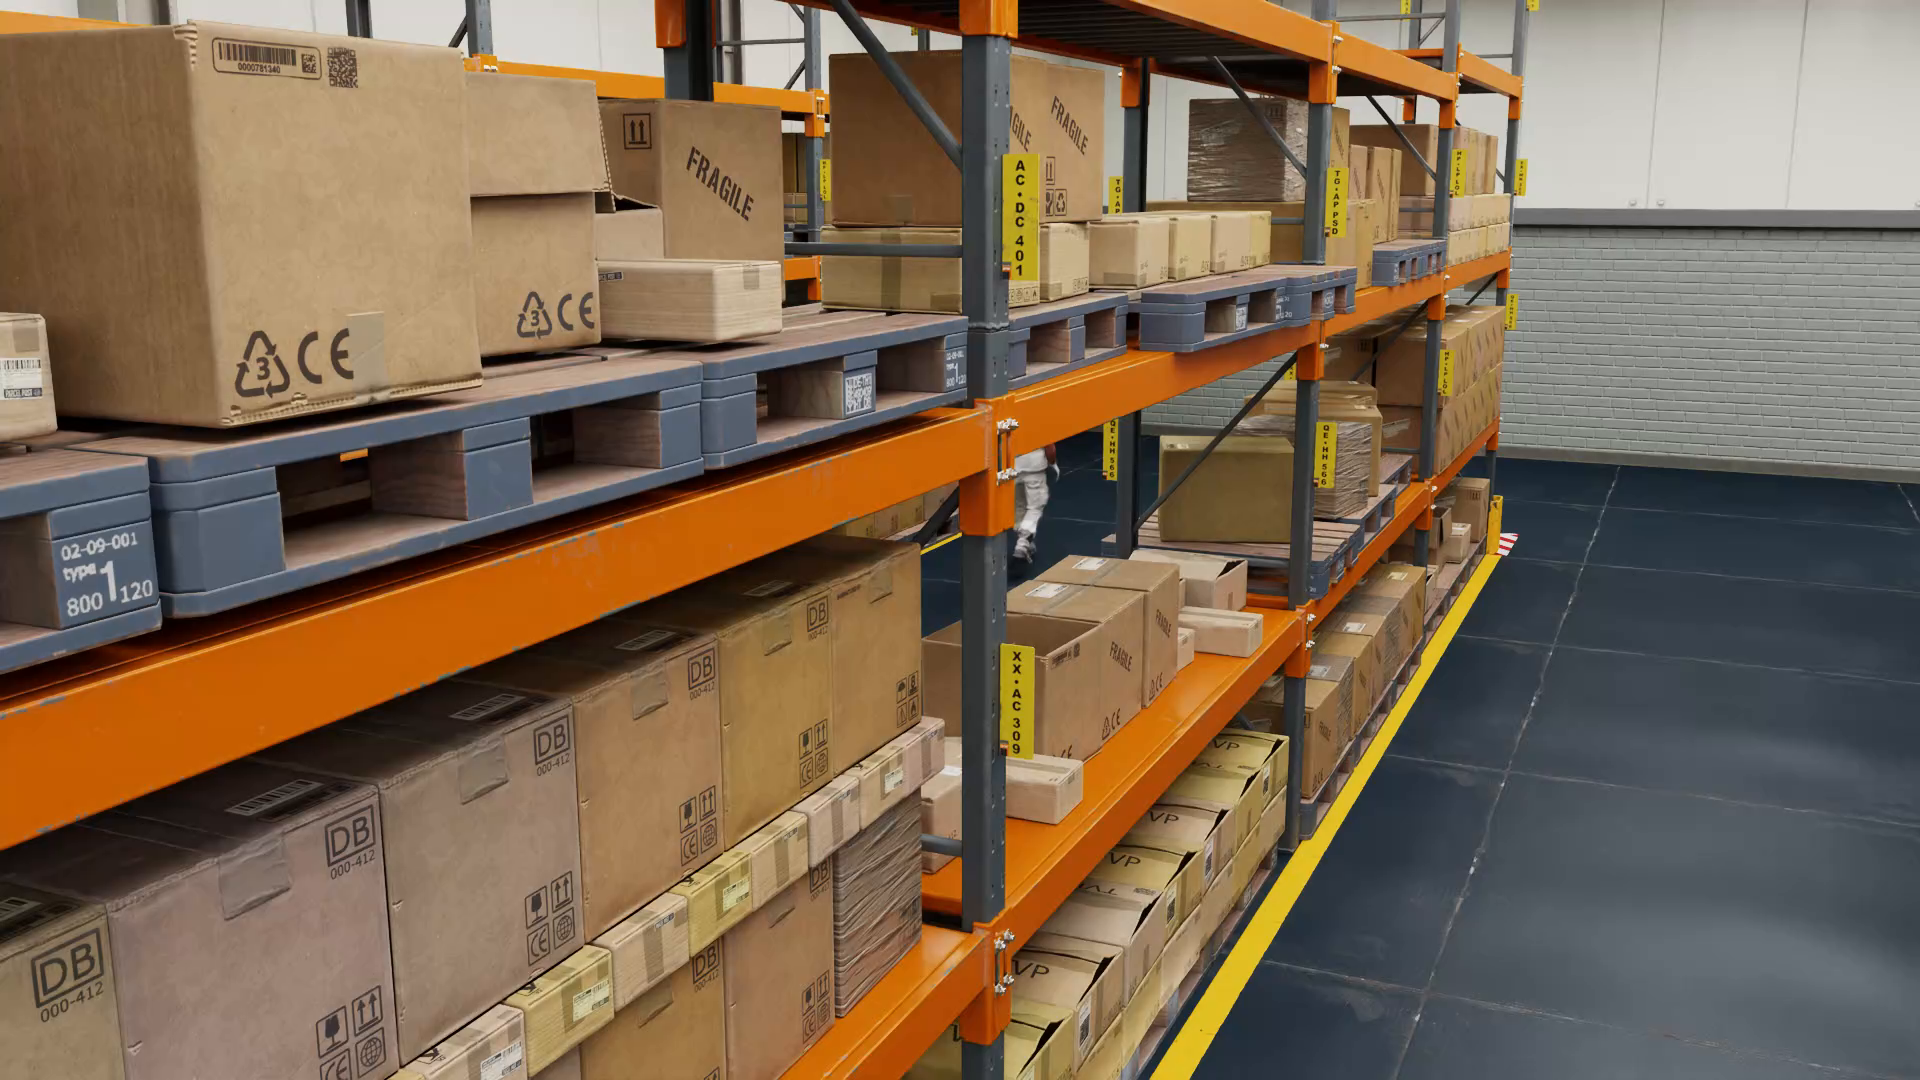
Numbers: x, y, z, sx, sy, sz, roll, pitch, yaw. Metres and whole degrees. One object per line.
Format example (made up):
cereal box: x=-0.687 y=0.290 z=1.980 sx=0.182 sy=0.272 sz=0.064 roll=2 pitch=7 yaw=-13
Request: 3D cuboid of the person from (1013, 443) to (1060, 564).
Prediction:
person: x=0.592 y=-0.634 z=14.862 sx=0.528 sy=1.748 sz=0.985 roll=4 pitch=13 yaw=20
